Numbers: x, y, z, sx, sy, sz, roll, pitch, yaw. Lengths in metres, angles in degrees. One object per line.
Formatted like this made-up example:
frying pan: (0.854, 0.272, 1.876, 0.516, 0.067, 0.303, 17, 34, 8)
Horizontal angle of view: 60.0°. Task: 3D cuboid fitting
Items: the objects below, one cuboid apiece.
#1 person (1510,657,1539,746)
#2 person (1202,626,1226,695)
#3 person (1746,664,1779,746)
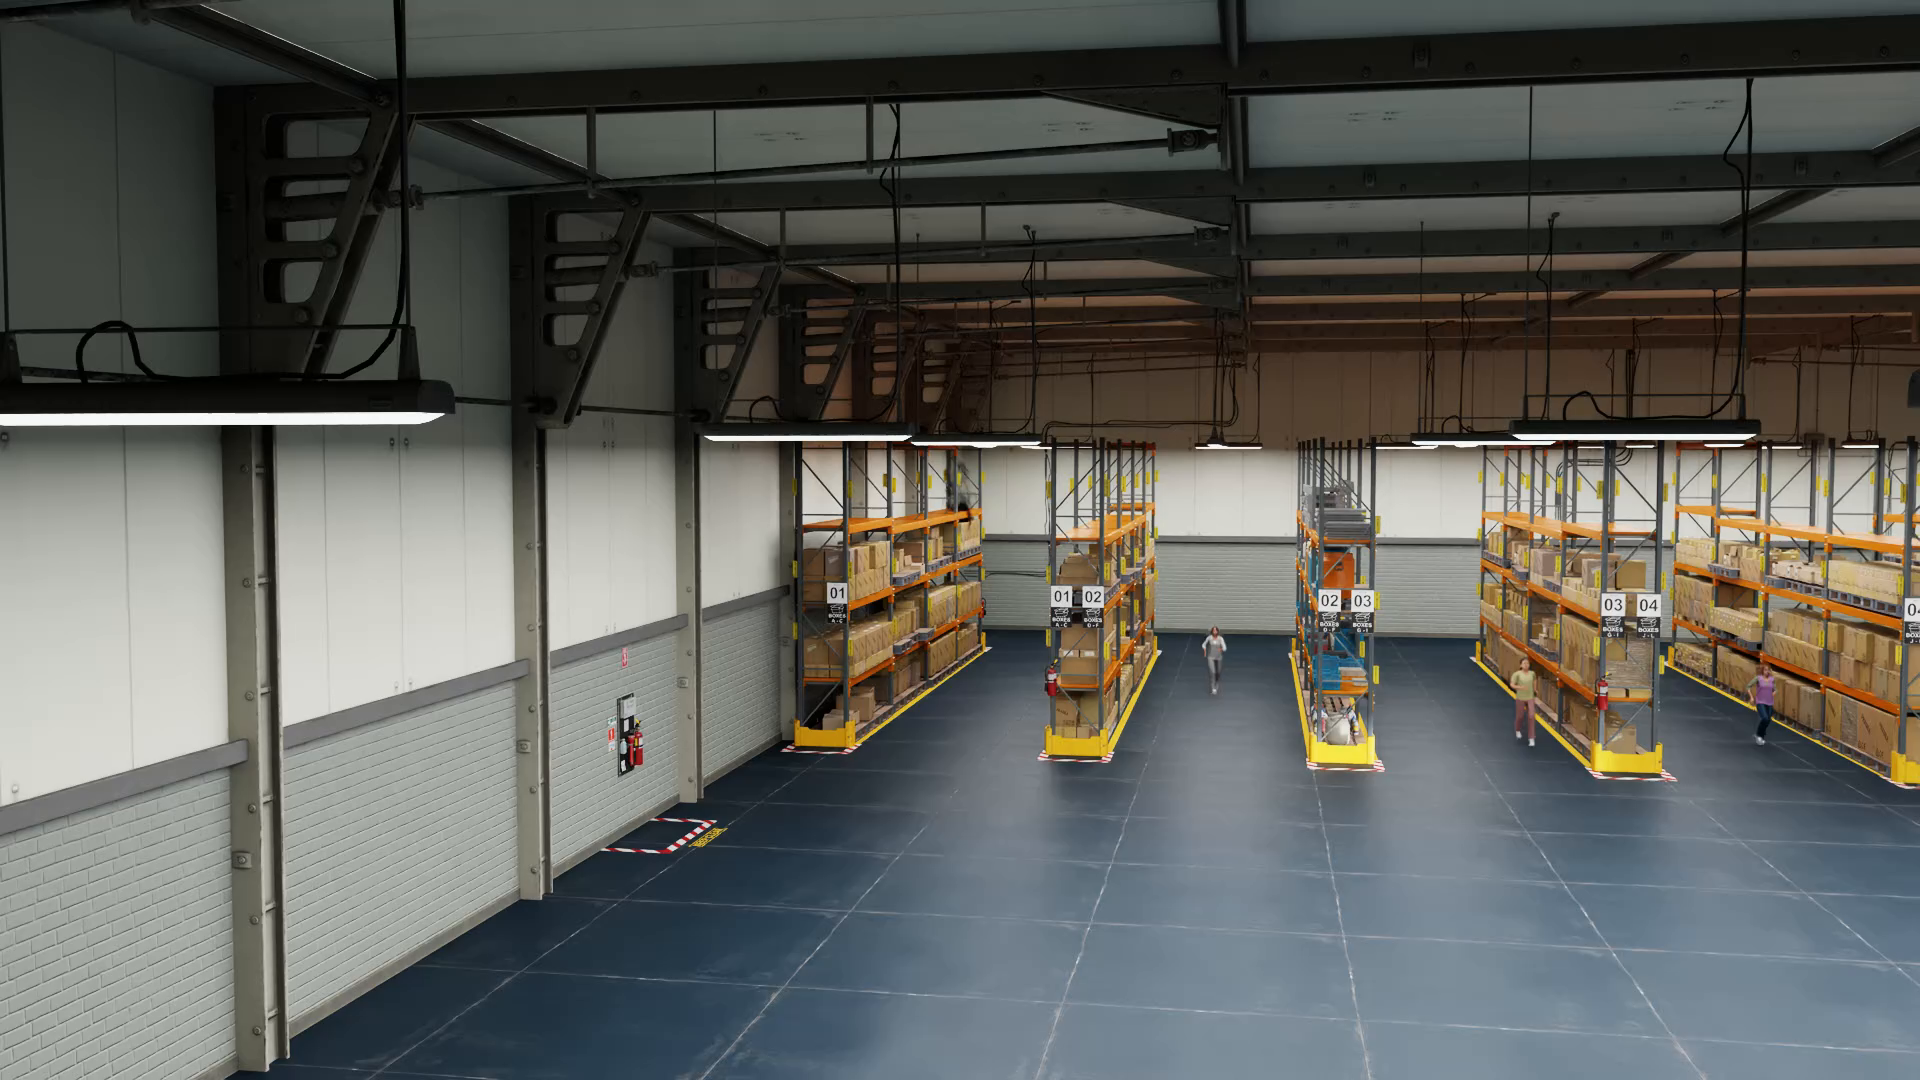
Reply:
person: (11.064, 3.135, 32.586, 0.568, 1.674, 0.963, 0, 3, 5)
person: (6.034, 2.832, 39.419, 0.543, 1.573, 0.877, 0, 3, 1)
person: (15.638, 3.208, 32.334, 0.508, 1.587, 0.657, 0, 3, 0)
